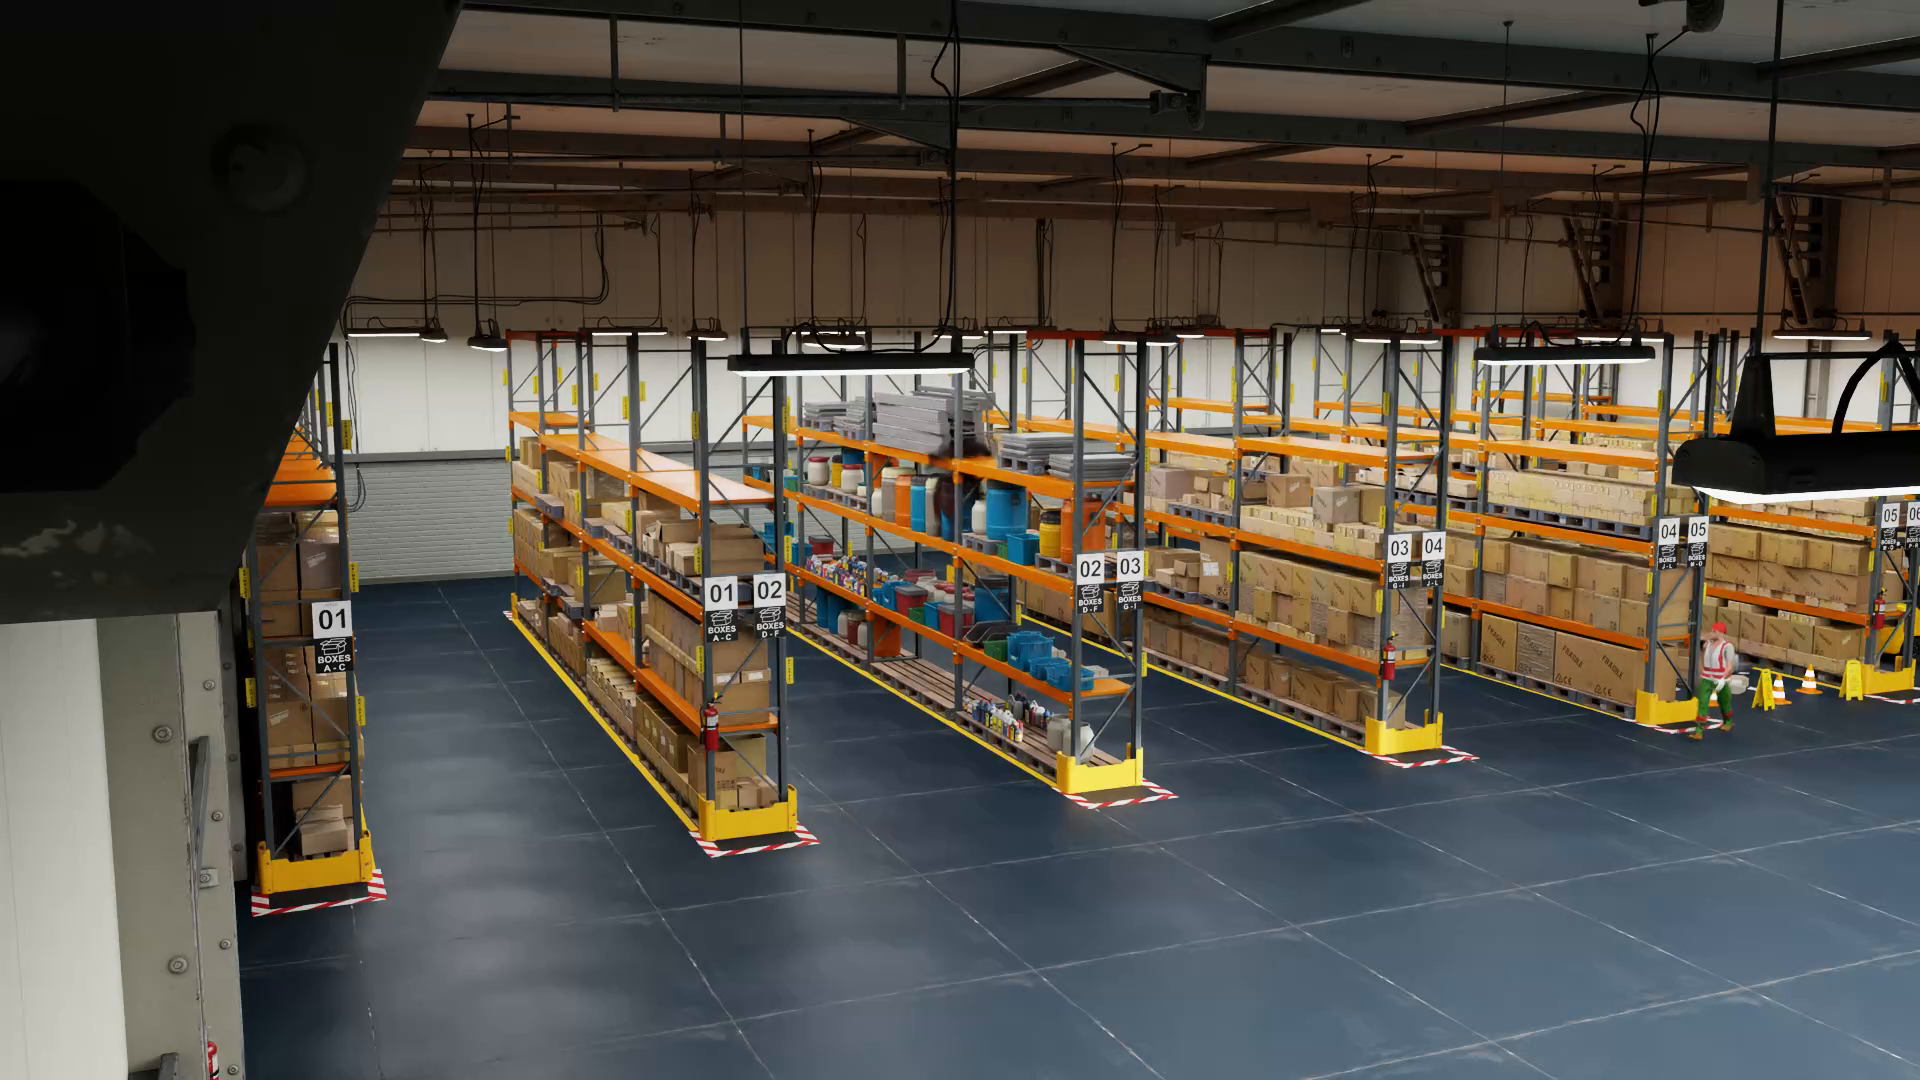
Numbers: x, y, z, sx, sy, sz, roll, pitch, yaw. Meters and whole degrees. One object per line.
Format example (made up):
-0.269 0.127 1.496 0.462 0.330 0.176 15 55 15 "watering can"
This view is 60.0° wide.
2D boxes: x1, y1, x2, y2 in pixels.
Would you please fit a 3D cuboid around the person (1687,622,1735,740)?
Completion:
11.277 2.095 24.826 0.505 1.754 1.057 7 10 41 "person"

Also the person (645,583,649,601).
-6.560 0.773 34.412 0.419 1.786 0.628 1 8 10 "person"
